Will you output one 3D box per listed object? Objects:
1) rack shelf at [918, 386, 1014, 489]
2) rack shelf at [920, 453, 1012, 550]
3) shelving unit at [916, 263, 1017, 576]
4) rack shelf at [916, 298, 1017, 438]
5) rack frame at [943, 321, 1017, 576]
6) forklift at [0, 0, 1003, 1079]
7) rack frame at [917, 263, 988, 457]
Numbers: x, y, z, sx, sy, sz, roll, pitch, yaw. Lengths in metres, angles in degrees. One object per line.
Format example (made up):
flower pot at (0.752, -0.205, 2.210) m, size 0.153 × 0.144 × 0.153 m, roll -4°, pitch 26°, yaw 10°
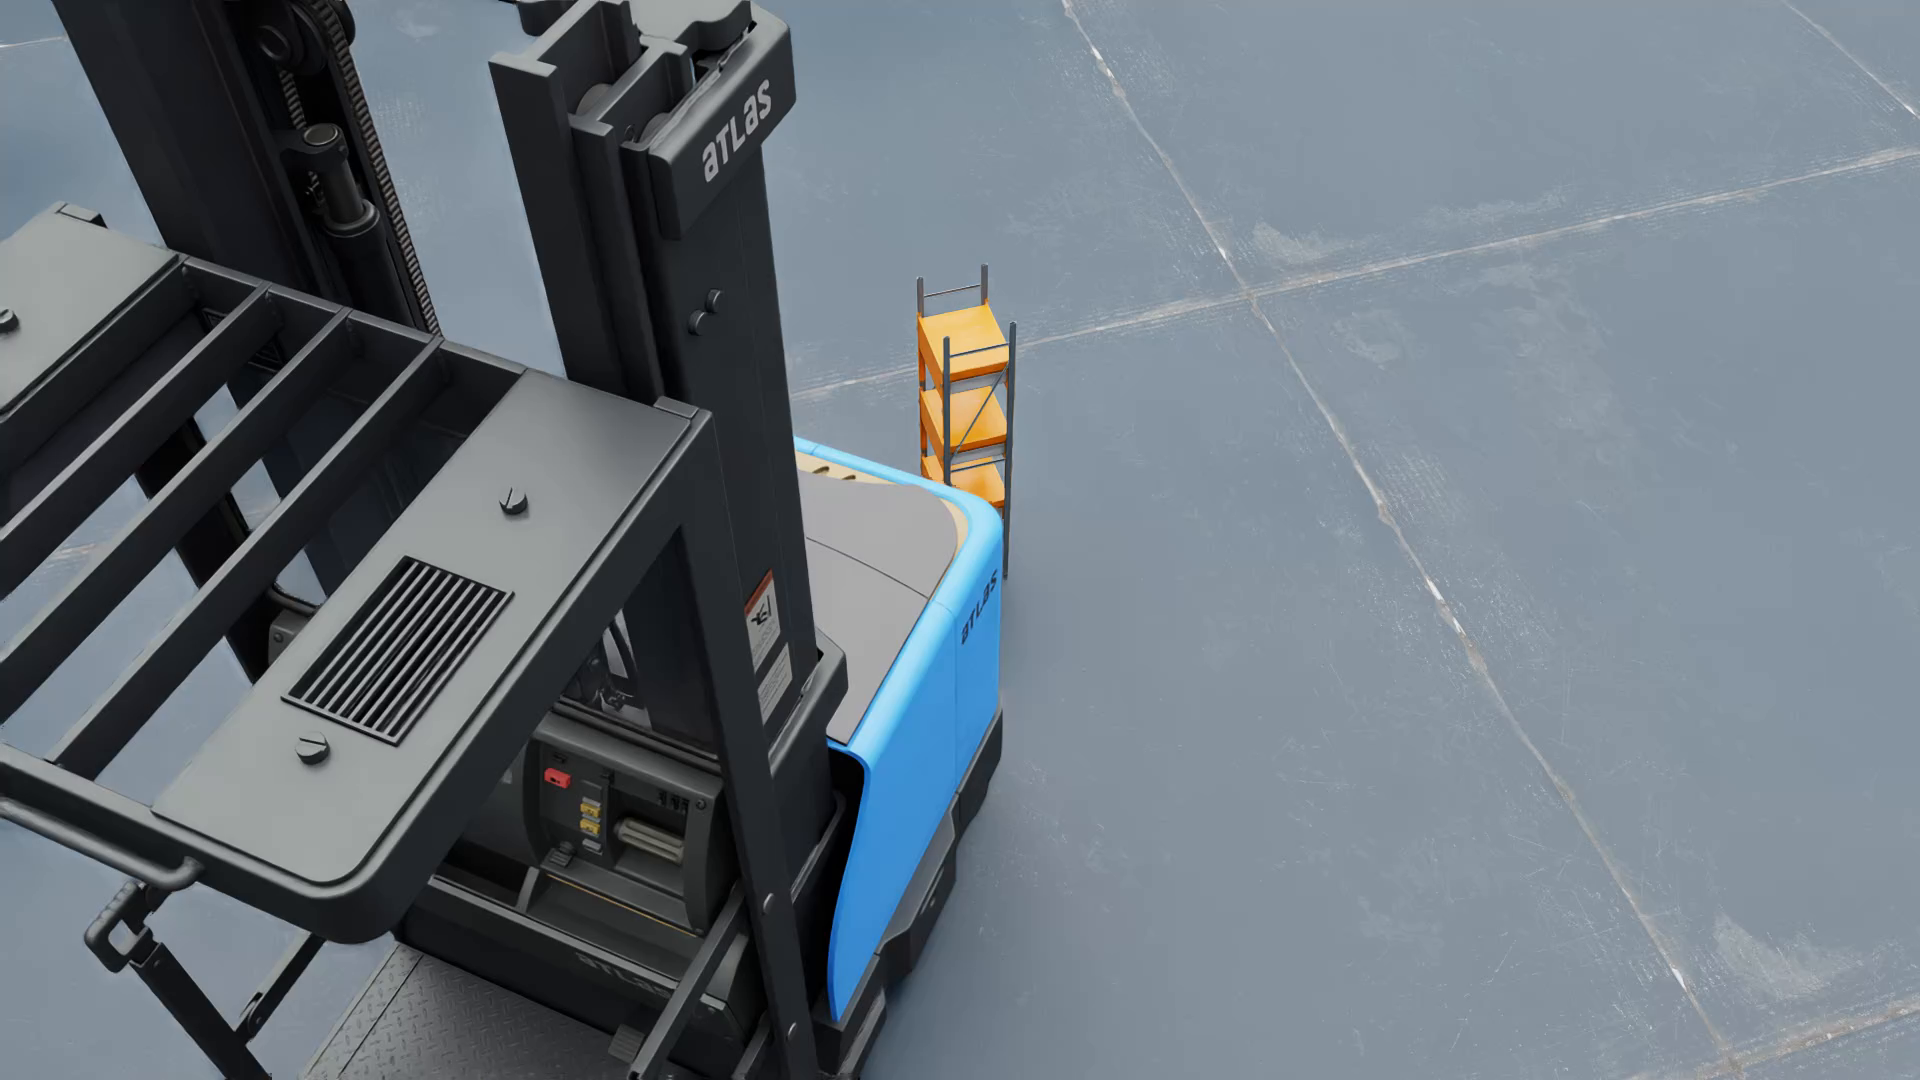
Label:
rack shelf at (0.016, -0.292, 4.824) m, size 0.215 × 0.259 × 0.240 m, roll -13°, pitch 51°, yaw -11°
rack shelf at (0.016, -0.113, 5.036) m, size 0.215 × 0.259 × 0.240 m, roll -13°, pitch 51°, yaw -11°
shelving unit at (0.016, -0.299, 4.816) m, size 0.215 × 1.050 × 0.252 m, roll -13°, pitch 51°, yaw -11°
rack shelf at (0.016, -0.475, 4.607) m, size 0.215 × 0.259 × 0.240 m, roll -13°, pitch 51°, yaw -11°
rack frame at (0.052, -0.210, 4.741) m, size 0.200 × 1.050 × 0.008 m, roll -13°, pitch 51°, yaw -11°
forklift at (-0.935, 0.547, 2.871) m, size 1.130 × 2.935 × 3.031 m, roll 18°, pitch 52°, yaw 15°
rack frame at (-0.020, -0.388, 4.891) m, size 0.200 × 1.050 × 0.008 m, roll -13°, pitch 51°, yaw -11°
